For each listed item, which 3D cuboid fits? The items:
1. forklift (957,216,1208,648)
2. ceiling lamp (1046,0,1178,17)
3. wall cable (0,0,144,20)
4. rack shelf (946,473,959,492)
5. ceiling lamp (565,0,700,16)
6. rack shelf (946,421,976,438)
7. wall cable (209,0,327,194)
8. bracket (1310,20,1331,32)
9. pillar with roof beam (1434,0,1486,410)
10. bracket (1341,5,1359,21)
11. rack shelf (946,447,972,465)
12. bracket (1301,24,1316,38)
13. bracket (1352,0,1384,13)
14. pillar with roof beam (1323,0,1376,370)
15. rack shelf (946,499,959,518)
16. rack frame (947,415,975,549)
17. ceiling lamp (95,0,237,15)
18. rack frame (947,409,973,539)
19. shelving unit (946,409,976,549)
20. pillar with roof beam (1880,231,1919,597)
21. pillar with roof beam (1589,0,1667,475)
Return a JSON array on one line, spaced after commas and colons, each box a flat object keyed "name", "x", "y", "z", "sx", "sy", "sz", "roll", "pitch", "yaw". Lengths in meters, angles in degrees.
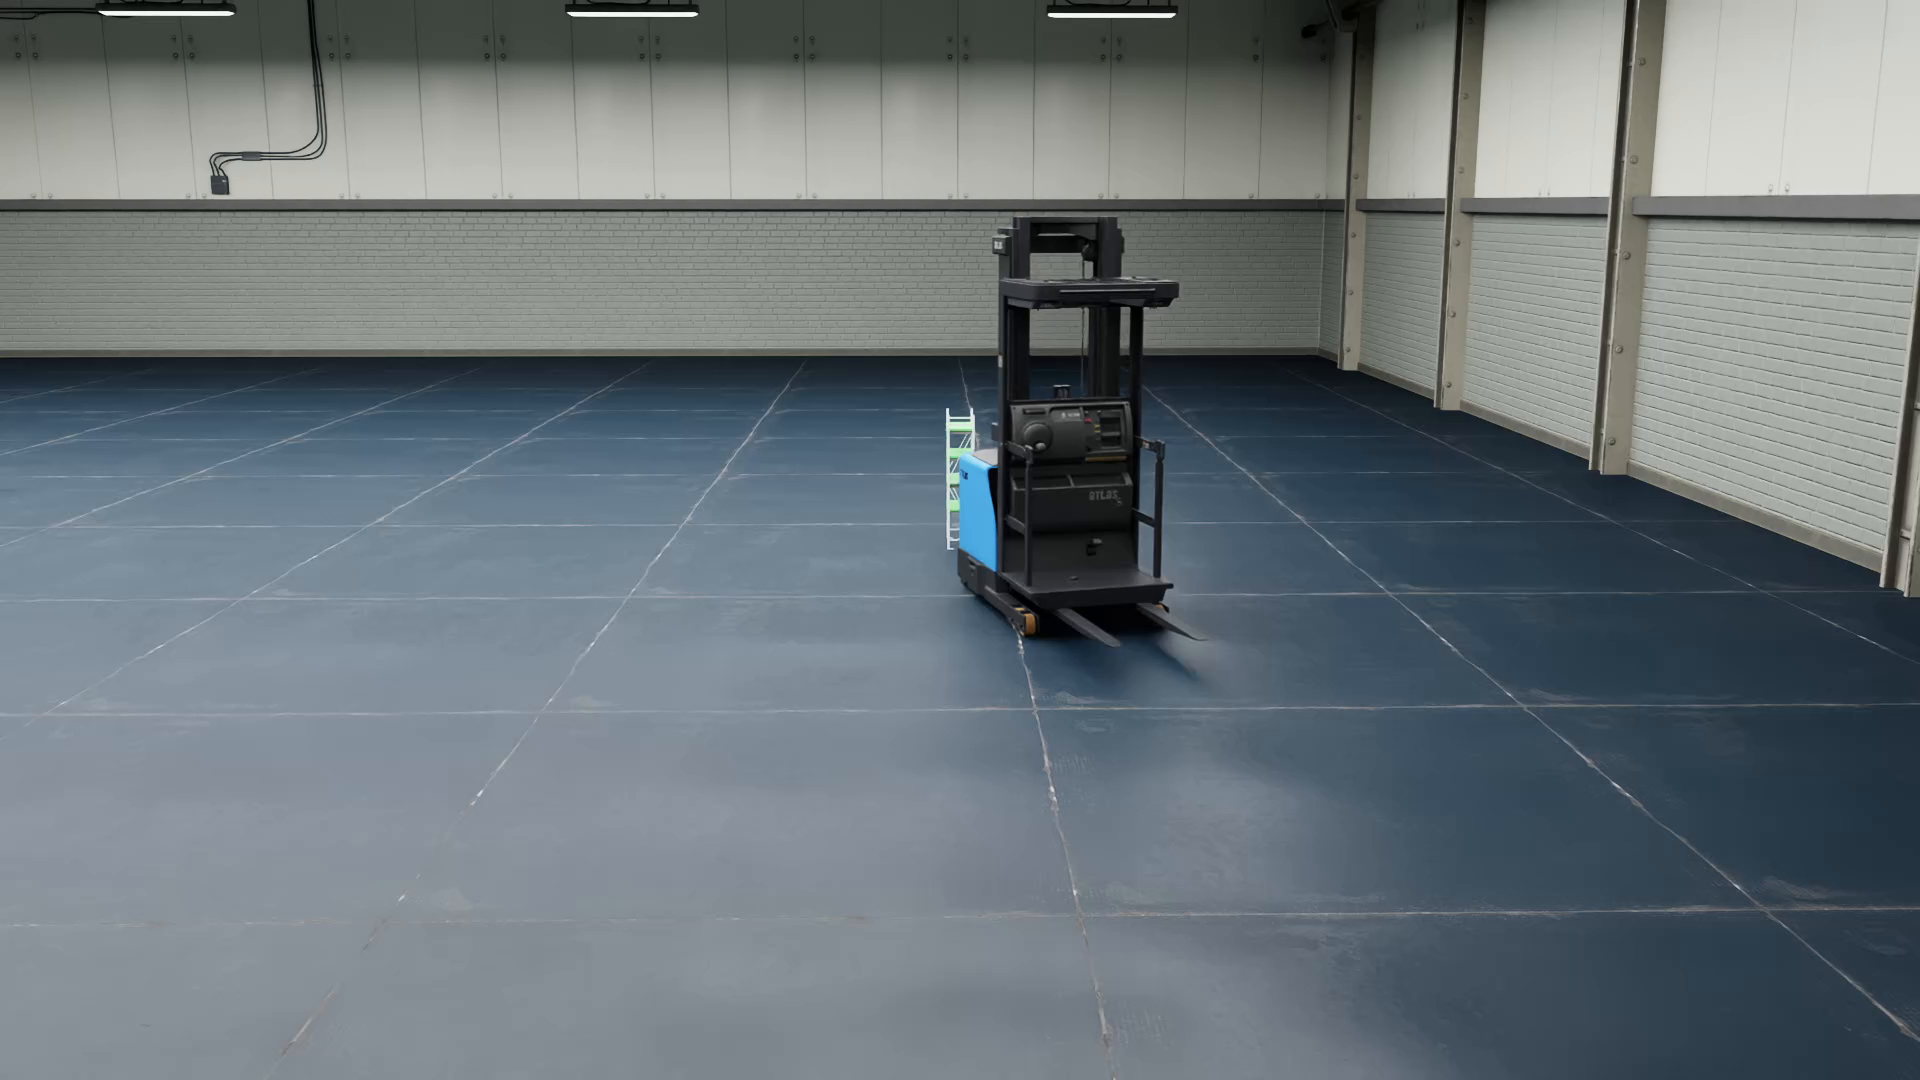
[{"name": "forklift", "x": 0.883, "y": -0.836, "z": 11.998, "sx": 1.130, "sy": 2.935, "sz": 3.031, "roll": -3, "pitch": 12, "yaw": -16}, {"name": "ceiling lamp", "x": 2.329, "y": -9.652, "z": 25.513, "sx": 2.000, "sy": 3.185, "sz": 0.800, "roll": 0, "pitch": 11, "yaw": -1}, {"name": "wall cable", "x": -17.225, "y": -11.248, "z": 31.727, "sx": 3.097, "sy": 2.526, "sz": 0.112, "roll": 0, "pitch": 11, "yaw": -1}, {"name": "rack shelf", "x": 0.003, "y": -0.492, "z": 14.981, "sx": 0.258, "sy": 0.148, "sz": 0.480, "roll": 0, "pitch": 11, "yaw": -1}, {"name": "ceiling lamp", "x": -5.010, "y": -9.622, "z": 25.364, "sx": 2.000, "sy": 3.185, "sz": 0.800, "roll": 0, "pitch": 11, "yaw": -1}, {"name": "rack shelf", "x": 0.003, "y": -0.963, "z": 14.886, "sx": 0.258, "sy": 0.148, "sz": 0.480, "roll": 0, "pitch": 11, "yaw": -1}, {"name": "wall cable", "x": -13.532, "y": -9.744, "z": 32.094, "sx": 2.305, "sy": 6.003, "sz": 0.169, "roll": 0, "pitch": 11, "yaw": -1}, {"name": "bracket", "x": 6.808, "y": -9.779, "z": 31.765, "sx": 0.076, "sy": 0.066, "sz": 3.189, "roll": 0, "pitch": 11, "yaw": -1}, {"name": "pillar with roof beam", "x": 3.028, "y": -6.370, "z": 24.014, "sx": 9.100, "sy": 9.000, "sz": 0.400, "roll": 0, "pitch": 11, "yaw": -1}, {"name": "bracket", "x": 6.862, "y": -9.260, "z": 29.208, "sx": 0.235, "sy": 0.232, "sz": 0.430, "roll": 0, "pitch": 11, "yaw": -1}, {"name": "rack shelf", "x": 0.003, "y": -0.728, "z": 14.934, "sx": 0.258, "sy": 0.148, "sz": 0.480, "roll": 0, "pitch": 11, "yaw": -1}, {"name": "bracket", "x": 6.796, "y": -9.896, "z": 32.343, "sx": 0.235, "sy": 0.232, "sz": 0.430, "roll": 0, "pitch": 11, "yaw": -1}, {"name": "bracket", "x": 6.915, "y": -8.748, "z": 26.684, "sx": 0.076, "sy": 0.066, "sz": 4.783, "roll": 0, "pitch": 11, "yaw": -1}, {"name": "pillar with roof beam", "x": 2.904, "y": -7.562, "z": 29.893, "sx": 9.100, "sy": 9.000, "sz": 0.548, "roll": 0, "pitch": 11, "yaw": -1}, {"name": "rack shelf", "x": 0.003, "y": -0.257, "z": 15.029, "sx": 0.258, "sy": 0.148, "sz": 0.480, "roll": 0, "pitch": 11, "yaw": -1}, {"name": "rack frame", "x": 0.008, "y": -0.507, "z": 14.729, "sx": 0.240, "sy": 1.200, "sz": 0.015, "roll": 0, "pitch": 11, "yaw": -1}, {"name": "ceiling lamp", "x": -12.068, "y": -9.593, "z": 25.221, "sx": 2.000, "sy": 3.185, "sz": 0.800, "roll": 0, "pitch": 11, "yaw": -1}, {"name": "rack frame", "x": -0.002, "y": -0.604, "z": 15.208, "sx": 0.240, "sy": 1.200, "sz": 0.015, "roll": 0, "pitch": 11, "yaw": -1}, {"name": "shelving unit", "x": 0.003, "y": -0.555, "z": 14.969, "sx": 0.258, "sy": 1.200, "sz": 0.503, "roll": 0, "pitch": 11, "yaw": -1}, {"name": "pillar with roof beam", "x": 3.276, "y": -3.984, "z": 12.256, "sx": 9.100, "sy": 9.000, "sz": 0.400, "roll": 0, "pitch": 11, "yaw": -1}, {"name": "pillar with roof beam", "x": 3.152, "y": -5.177, "z": 18.135, "sx": 9.100, "sy": 9.000, "sz": 0.400, "roll": 0, "pitch": 11, "yaw": -1}]
